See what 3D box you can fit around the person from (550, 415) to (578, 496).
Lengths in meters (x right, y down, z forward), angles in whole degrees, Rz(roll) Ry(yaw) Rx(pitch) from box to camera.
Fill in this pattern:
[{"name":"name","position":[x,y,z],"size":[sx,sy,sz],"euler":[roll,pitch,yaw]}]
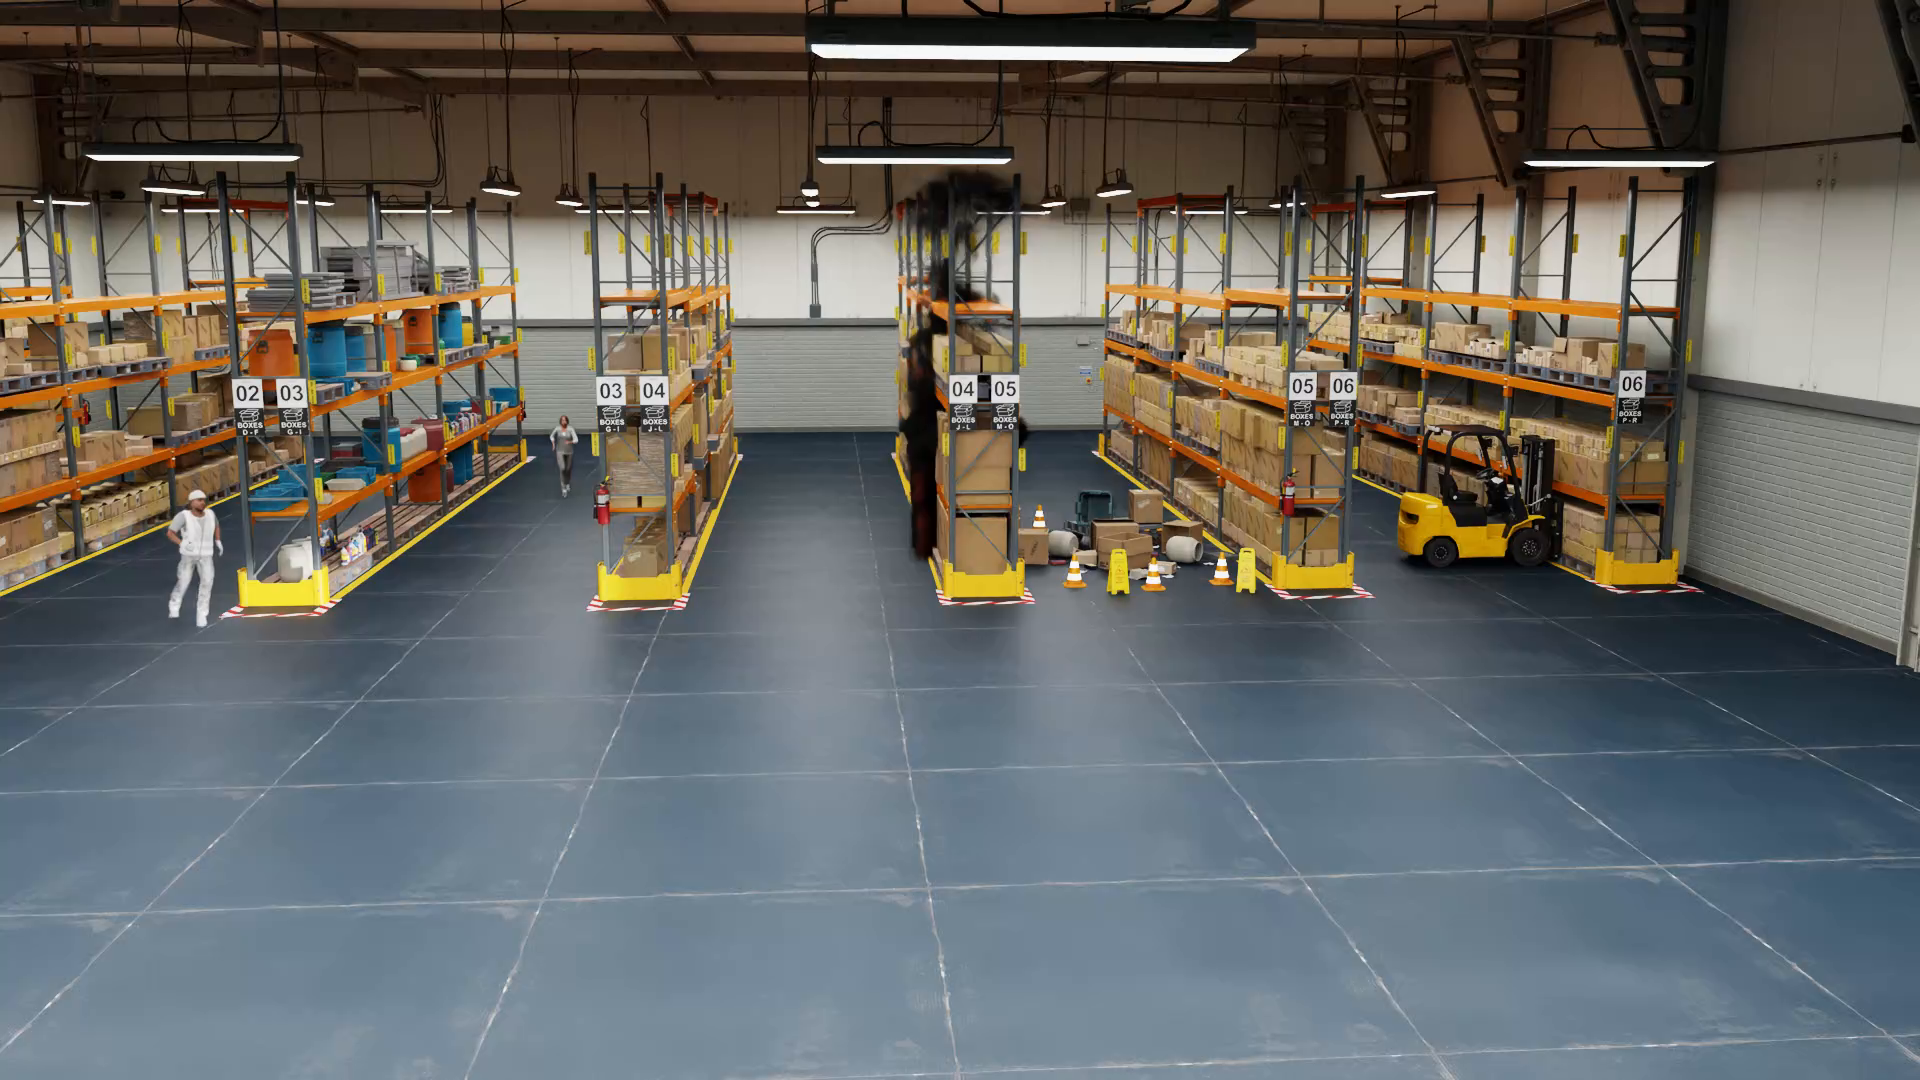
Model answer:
[{"name":"person","position":[-8.030,-1.738,33.803],"size":[0.533,1.611,0.778],"euler":[-3,11,-18]}]

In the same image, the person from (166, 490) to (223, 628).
[{"name":"person","position":[-10.256,0.227,22.361],"size":[0.725,1.801,0.814],"euler":[-9,13,-41]}]

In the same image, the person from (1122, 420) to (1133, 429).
[{"name":"person","position":[4.257,-3.102,41.652],"size":[0.613,1.643,0.720],"euler":[7,12,33]}]

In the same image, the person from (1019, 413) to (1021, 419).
[{"name":"person","position":[1.048,-2.537,38.113],"size":[0.662,1.763,0.819],"euler":[-1,10,-4]}]
